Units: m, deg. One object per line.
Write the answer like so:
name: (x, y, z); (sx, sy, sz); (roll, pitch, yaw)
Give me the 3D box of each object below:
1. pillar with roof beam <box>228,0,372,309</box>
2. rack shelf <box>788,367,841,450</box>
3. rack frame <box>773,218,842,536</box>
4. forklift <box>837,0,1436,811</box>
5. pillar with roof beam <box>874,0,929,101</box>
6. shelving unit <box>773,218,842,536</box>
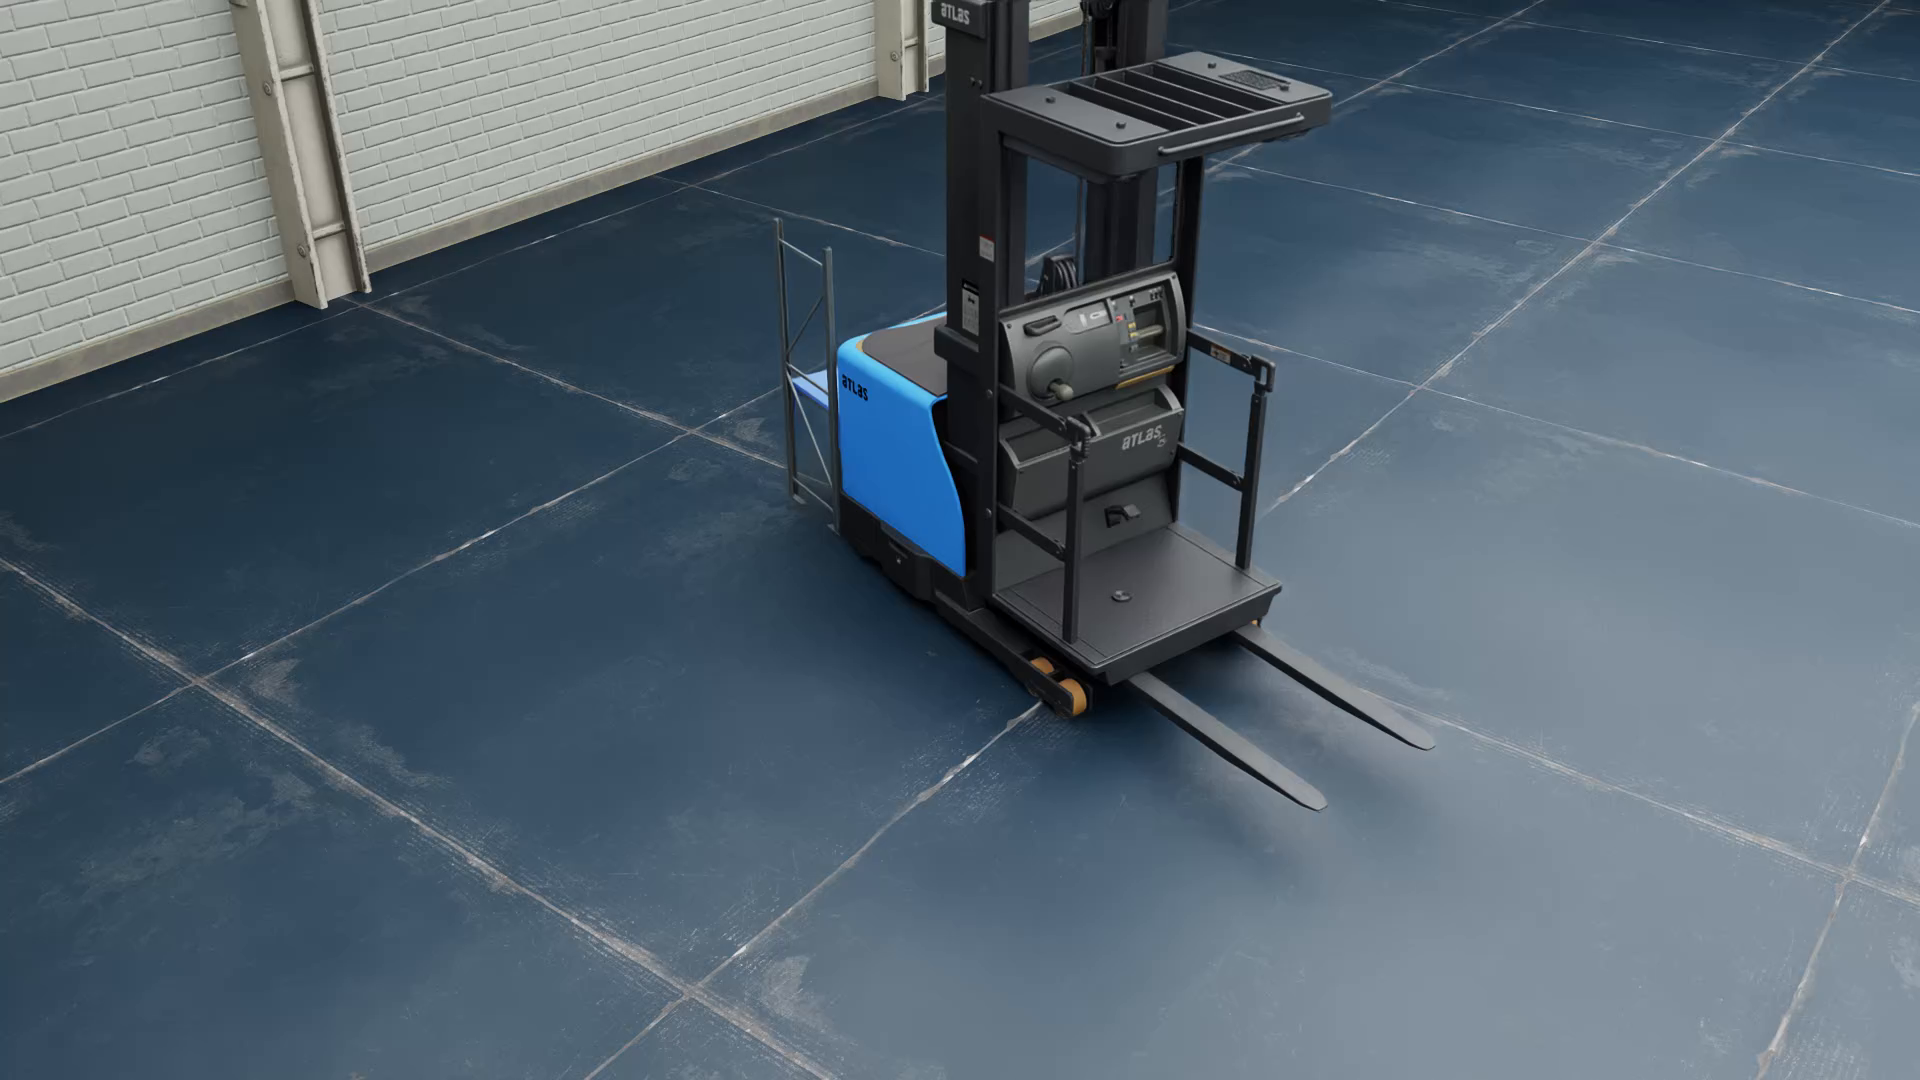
pillar with roof beam: (-0.711, -4.168, 6.457); (9.100, 9.000, 0.400); (21, 37, 31)
rack shelf: (-0.314, -0.766, 8.425); (1.000, 0.185, 0.538); (-19, 36, -29)
rack frame: (-0.733, -0.775, 8.086); (0.032, 1.500, 0.500); (-19, 36, -29)
forklift: (0.691, -0.794, 6.715); (1.130, 2.935, 3.031); (-21, 36, -31)
pillar with roof beam: (2.911, -6.607, 10.572); (9.100, 9.000, 0.400); (21, 37, 31)
shelving unit: (-0.314, -0.921, 8.333); (1.048, 1.500, 0.538); (-19, 36, -29)
